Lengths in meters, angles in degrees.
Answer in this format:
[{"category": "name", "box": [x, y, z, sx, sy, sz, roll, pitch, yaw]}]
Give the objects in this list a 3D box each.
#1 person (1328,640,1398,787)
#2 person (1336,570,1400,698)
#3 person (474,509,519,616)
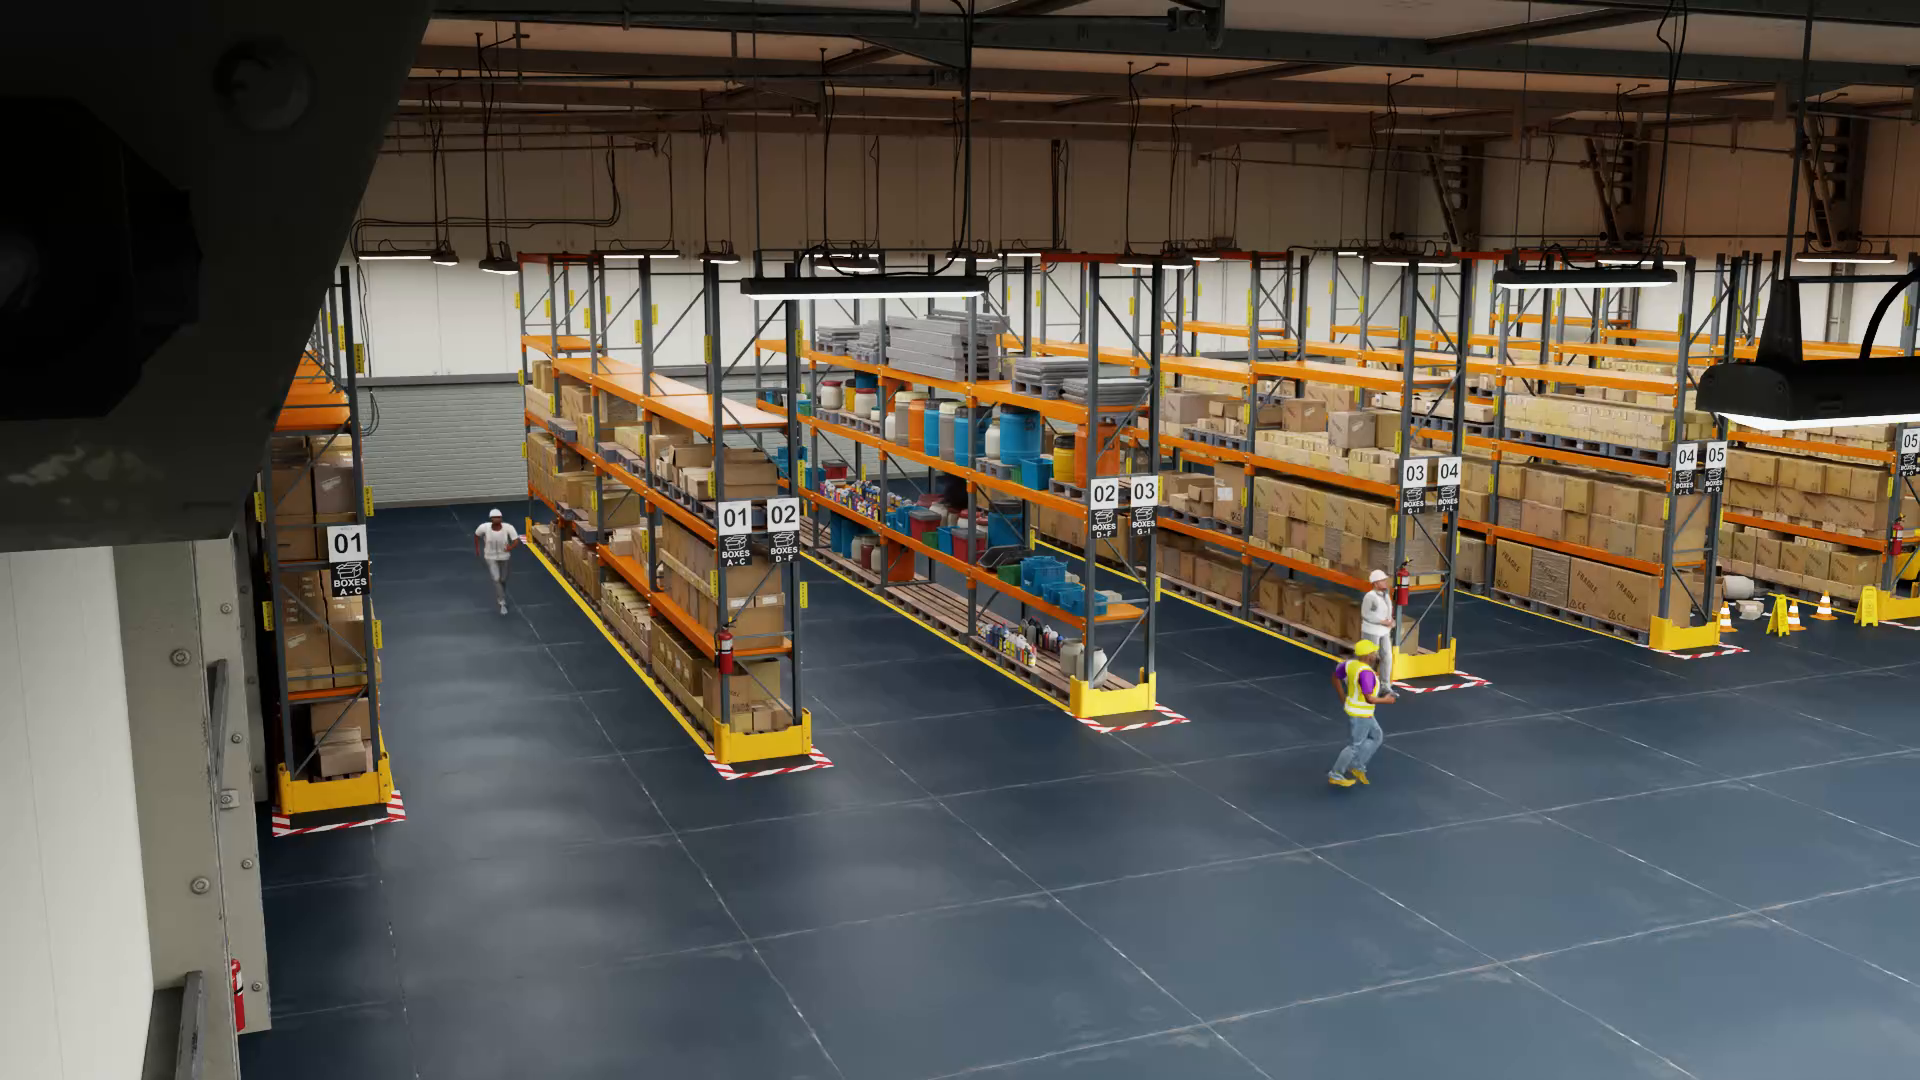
[{"category": "person", "box": [4.639, 2.021, 19.160, 0.734, 1.788, 0.681, 0, 10, 2]}, {"category": "person", "box": [5.763, 1.280, 23.204, 0.896, 1.775, 0.670, 10, 14, 43]}, {"category": "person", "box": [-7.881, 0.324, 28.371, 0.727, 1.765, 1.040, -4, 11, -20]}]
